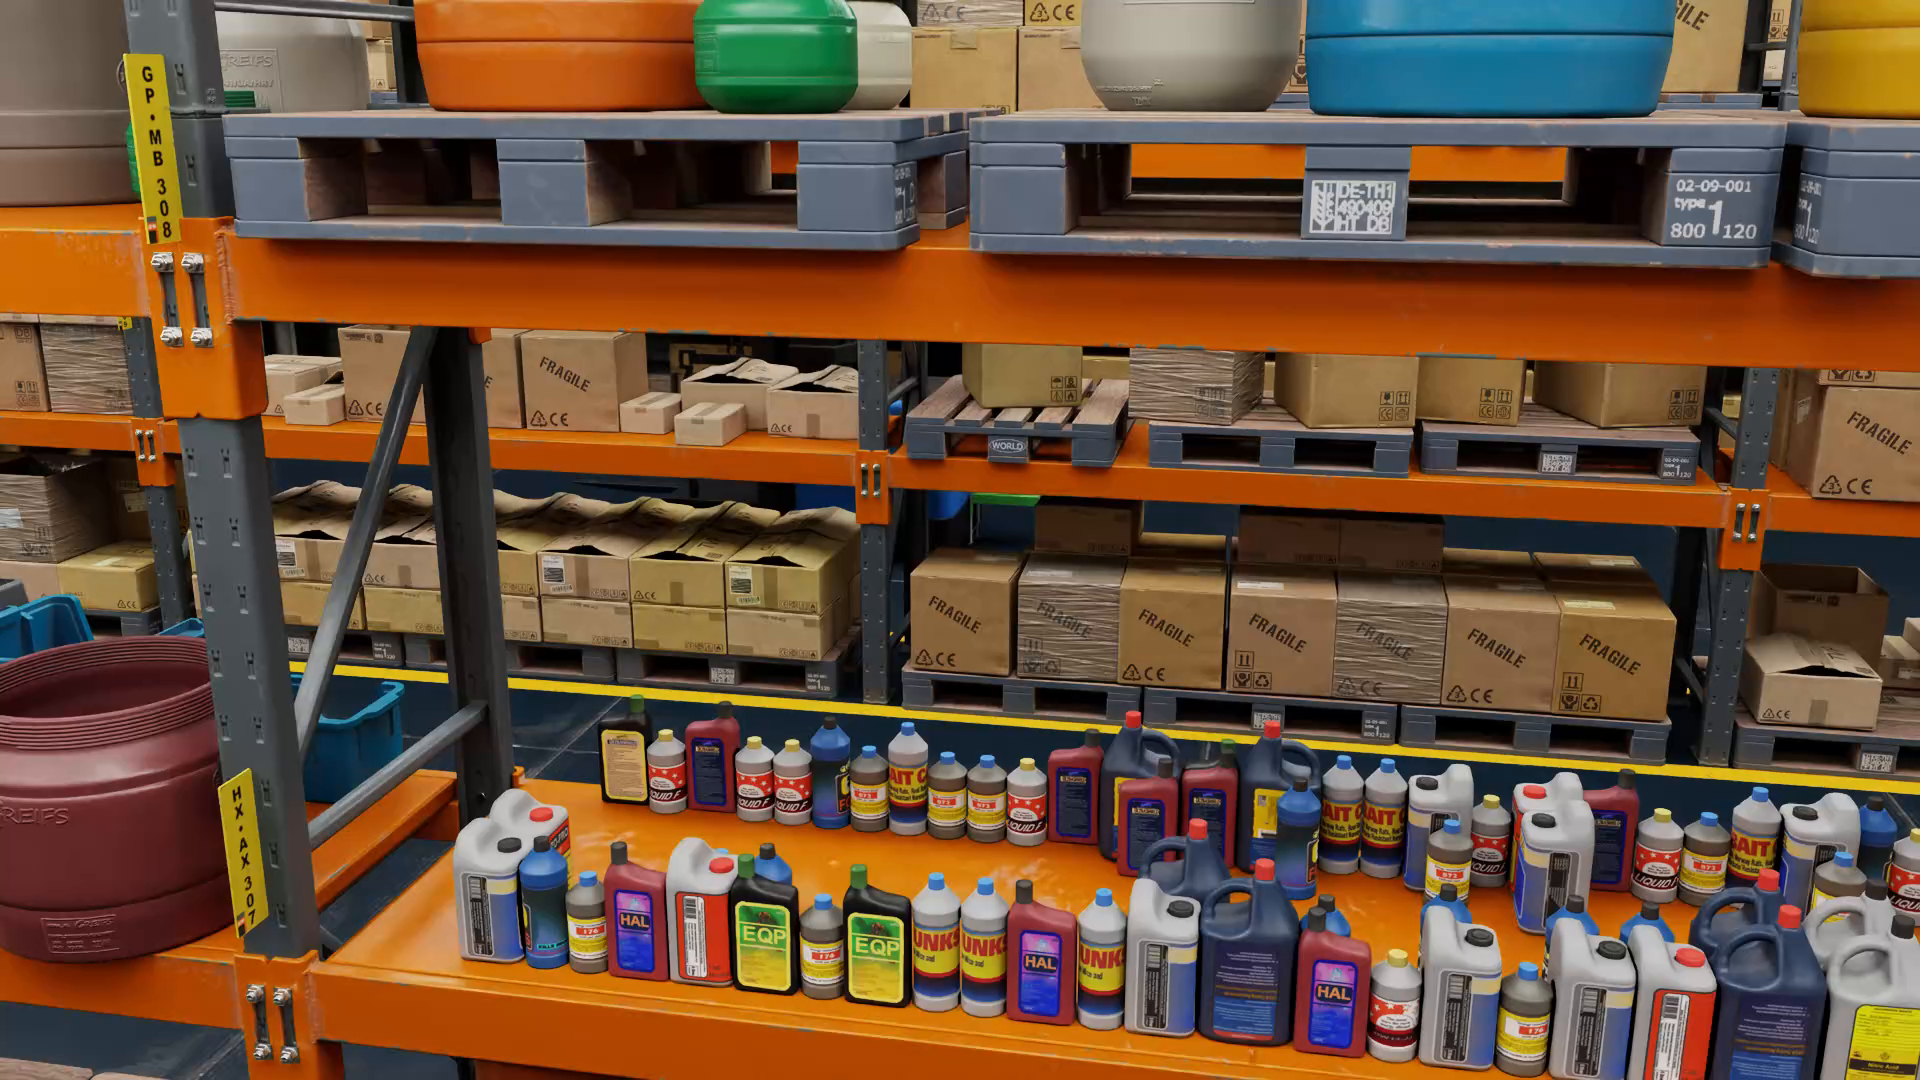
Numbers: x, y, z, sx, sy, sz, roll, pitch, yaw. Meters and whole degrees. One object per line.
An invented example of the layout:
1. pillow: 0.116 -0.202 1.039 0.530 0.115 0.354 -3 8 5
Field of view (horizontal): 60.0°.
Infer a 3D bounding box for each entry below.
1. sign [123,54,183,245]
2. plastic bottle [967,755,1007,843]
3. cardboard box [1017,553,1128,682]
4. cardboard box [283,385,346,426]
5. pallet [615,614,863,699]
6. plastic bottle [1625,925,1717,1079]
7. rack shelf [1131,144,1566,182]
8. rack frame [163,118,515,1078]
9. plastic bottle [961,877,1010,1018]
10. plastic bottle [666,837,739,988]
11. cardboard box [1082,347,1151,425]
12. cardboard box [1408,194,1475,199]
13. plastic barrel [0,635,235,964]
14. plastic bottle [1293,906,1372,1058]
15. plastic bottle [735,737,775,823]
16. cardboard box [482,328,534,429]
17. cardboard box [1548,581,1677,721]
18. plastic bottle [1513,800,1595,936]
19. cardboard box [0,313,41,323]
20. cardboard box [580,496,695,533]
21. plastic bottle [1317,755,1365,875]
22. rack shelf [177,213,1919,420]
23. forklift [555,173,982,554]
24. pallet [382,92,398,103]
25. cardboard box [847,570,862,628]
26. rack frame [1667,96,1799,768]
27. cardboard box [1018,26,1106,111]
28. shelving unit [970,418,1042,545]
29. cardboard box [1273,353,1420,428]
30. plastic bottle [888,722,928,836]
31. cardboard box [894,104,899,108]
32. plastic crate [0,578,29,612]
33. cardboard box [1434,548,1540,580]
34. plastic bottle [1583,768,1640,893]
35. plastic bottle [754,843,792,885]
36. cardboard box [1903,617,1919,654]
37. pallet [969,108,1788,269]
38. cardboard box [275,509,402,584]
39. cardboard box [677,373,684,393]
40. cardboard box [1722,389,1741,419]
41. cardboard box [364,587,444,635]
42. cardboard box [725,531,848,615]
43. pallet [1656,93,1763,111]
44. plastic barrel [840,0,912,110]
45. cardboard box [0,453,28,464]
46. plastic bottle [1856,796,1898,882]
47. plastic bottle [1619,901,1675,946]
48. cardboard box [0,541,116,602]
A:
1. sign: -1.427 -0.692 2.948 0.005 0.325 0.100 3 16 11
2. plastic bottle: 0.065 0.619 4.011 0.097 0.201 0.097 0 15 0
3. cardboard box: 0.570 0.381 8.355 0.500 0.500 0.500 3 16 9
4. cardboard box: -3.425 -0.728 8.971 0.250 0.149 0.380 3 16 11
5. pallet: -1.132 0.553 9.100 1.213 0.211 1.003 3 16 11
6. plastic bottle: 1.293 0.849 3.041 0.135 0.276 0.152 3 16 11
7. rack shelf: 1.627 -1.729 7.844 4.000 0.370 1.077 3 16 11
8. rack frame: -1.324 0.559 3.856 0.127 3.000 1.000 3 16 11
9. plastic bottle: 0.049 0.791 3.259 0.097 0.271 0.097 0 15 0
10. plastic bottle: -0.511 0.751 3.395 0.135 0.276 0.152 3 16 11
11. cardboard box: 1.345 -1.126 13.177 0.750 0.750 0.750 3 16 10
12. cardboard box: 3.657 -2.501 12.716 0.500 0.250 0.500 3 16 12
13. plastic barrel: -1.839 0.548 3.641 0.708 0.536 0.600 3 16 11
14. plastic bottle: 0.698 0.825 3.112 0.133 0.283 0.061 3 16 11
15. plastic bottle: -0.507 0.588 4.124 0.097 0.201 0.097 0 15 0
16. cardboard box: -2.497 -0.898 8.927 0.500 0.500 0.500 3 16 11
17. cardboard box: 3.046 0.517 7.864 0.500 0.500 0.500 3 16 11
18. plastic bottle: 1.280 0.698 3.587 0.135 0.276 0.152 3 16 11
19. cardboard box: -5.061 -1.296 9.148 0.250 0.149 0.380 3 16 9
20. cardboard box: -1.804 -0.042 9.340 0.500 0.311 0.500 3 16 10
21. plastic bottle: 0.880 0.629 3.843 0.097 0.271 0.097 0 15 0
22. rack shelf: 0.636 -0.434 3.167 4.000 0.370 1.077 3 16 11
23. forklift: -1.419 -1.465 11.290 3.031 2.935 1.130 3 16 12
24. pallet: -2.113 -2.163 8.415 1.213 0.211 1.003 4 16 14
25. cardboard box: -0.788 0.281 9.222 0.500 0.250 0.500 3 16 11
26. rack frame: 3.587 -0.524 7.765 0.127 3.000 1.000 3 16 11
27. cardboard box: 0.601 -2.189 7.969 0.500 0.500 0.910 3 16 11
28. shelving unit: 0.338 -0.559 11.263 0.503 1.200 0.258 3 16 12
29. cardboard box: 1.843 -0.852 7.976 0.500 0.500 0.700 -1 16 -3
30. plastic bottle: -0.125 0.575 4.040 0.097 0.271 0.097 0 15 0
31. cardboard box: -0.602 -3.631 13.131 0.637 0.503 0.797 5 16 19
32. plastic crate: -2.847 0.362 4.446 0.583 0.464 0.402 3 16 11
33. cardboard box: 2.636 0.354 8.455 0.500 0.500 0.500 3 16 12
34. plastic bottle: 1.451 0.649 3.747 0.133 0.283 0.061 3 16 11
35. plastic bottle: -0.391 0.750 3.405 0.097 0.271 0.097 0 15 0
36. cardboard box: 4.936 0.556 8.079 0.500 0.311 0.500 3 16 11
37. pallet: 0.696 -0.659 2.986 1.213 0.211 1.003 3 16 11
38. cardboard box: -3.408 0.018 9.121 0.500 0.311 0.500 3 16 10
39. cardboard box: -2.029 -1.204 14.077 0.500 0.500 0.700 3 16 10
40. cardboard box: 5.582 -0.998 12.156 0.250 0.149 0.380 4 16 13
41. cardboard box: -2.898 0.314 9.104 0.500 0.250 0.500 3 16 9
42. cardboard box: -0.896 0.152 8.637 0.500 0.311 0.500 4 16 13
43. pallet: 2.961 -1.932 7.581 1.003 0.211 1.213 3 16 11
44. plastic barrel: -0.244 -1.004 3.350 0.301 0.262 0.301 0 15 0
45. cardboard box: -5.729 -0.211 9.594 0.500 0.500 0.500 3 16 11
46. plastic bottle: 1.979 0.689 3.627 0.097 0.271 0.097 0 15 0
47. plastic bottle: 1.300 0.817 3.163 0.097 0.271 0.097 0 15 0
48. cardboard box: -5.239 0.176 9.600 0.500 0.250 0.500 3 16 11
